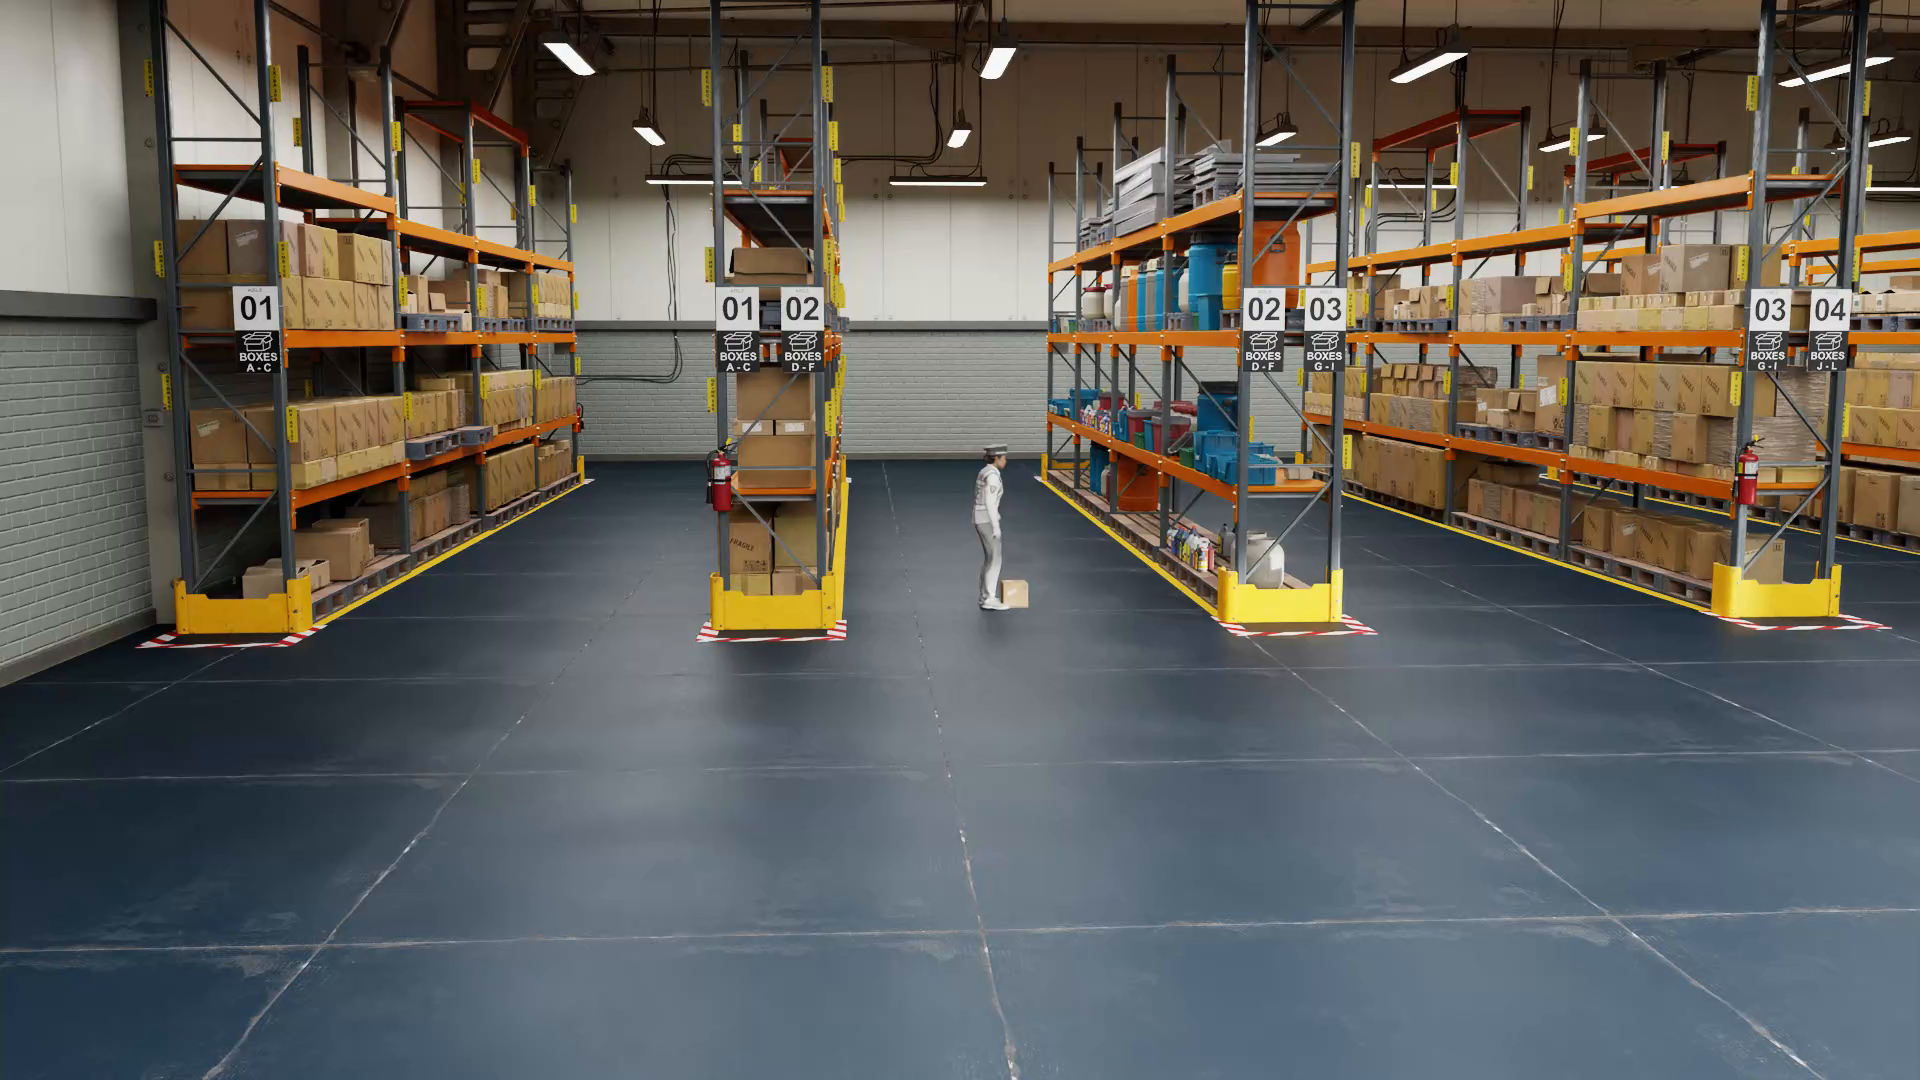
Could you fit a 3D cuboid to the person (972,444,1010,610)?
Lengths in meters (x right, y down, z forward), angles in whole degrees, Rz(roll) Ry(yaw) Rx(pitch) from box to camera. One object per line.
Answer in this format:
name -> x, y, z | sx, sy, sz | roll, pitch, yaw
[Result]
person -> 0.315, -0.146, 16.936 | 0.375, 1.662, 0.530 | -1, 7, -6
